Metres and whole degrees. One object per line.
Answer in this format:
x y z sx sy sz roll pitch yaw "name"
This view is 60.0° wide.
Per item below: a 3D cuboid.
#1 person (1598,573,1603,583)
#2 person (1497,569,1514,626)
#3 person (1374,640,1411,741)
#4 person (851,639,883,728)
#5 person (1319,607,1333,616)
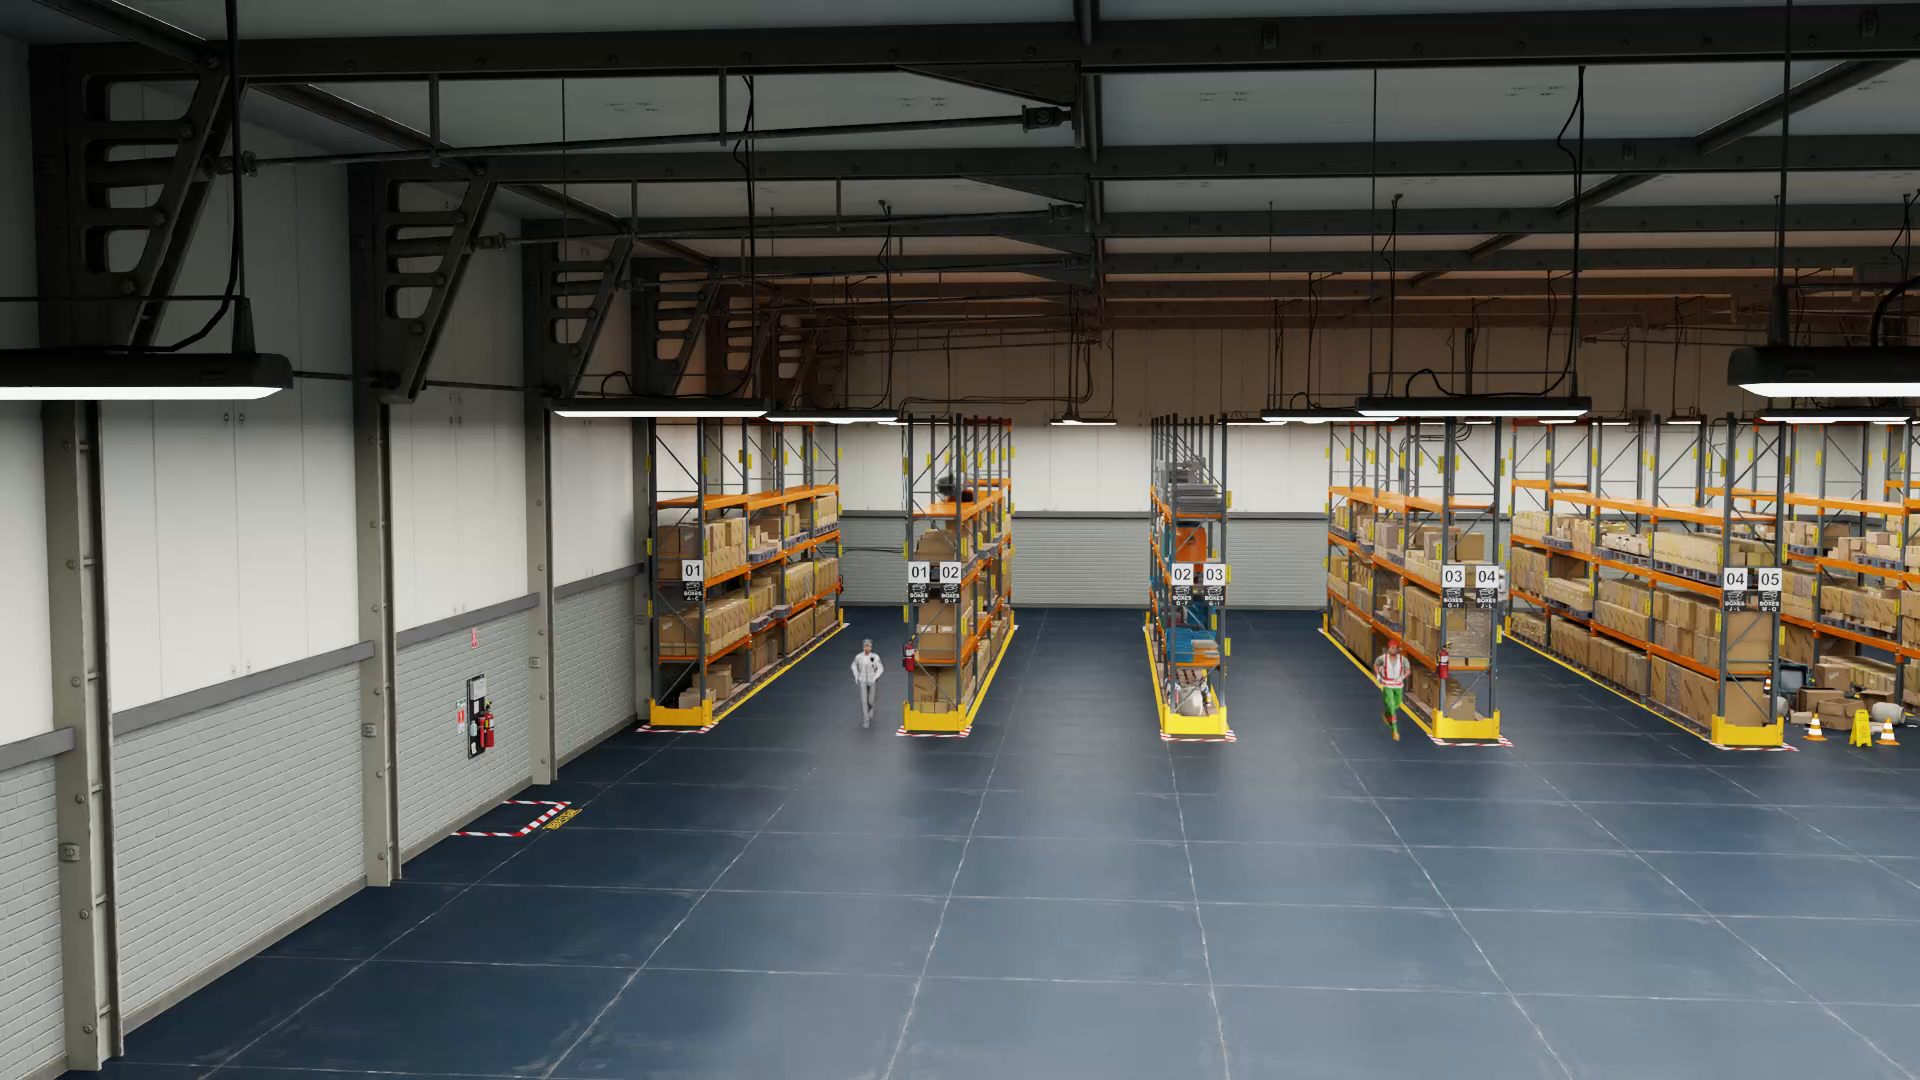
17.408 1.803 45.322 0.669 1.815 1.187 0 4 0 "person"
15.450 1.704 47.421 0.807 1.774 0.773 0 4 1 "person"
8.057 2.757 30.939 0.613 1.810 1.142 0 4 -4 "person"
-1.788 2.739 32.096 0.626 1.697 0.785 0 4 0 "person"
10.918 1.655 47.909 1.126 1.727 0.627 2 4 24 "person"
